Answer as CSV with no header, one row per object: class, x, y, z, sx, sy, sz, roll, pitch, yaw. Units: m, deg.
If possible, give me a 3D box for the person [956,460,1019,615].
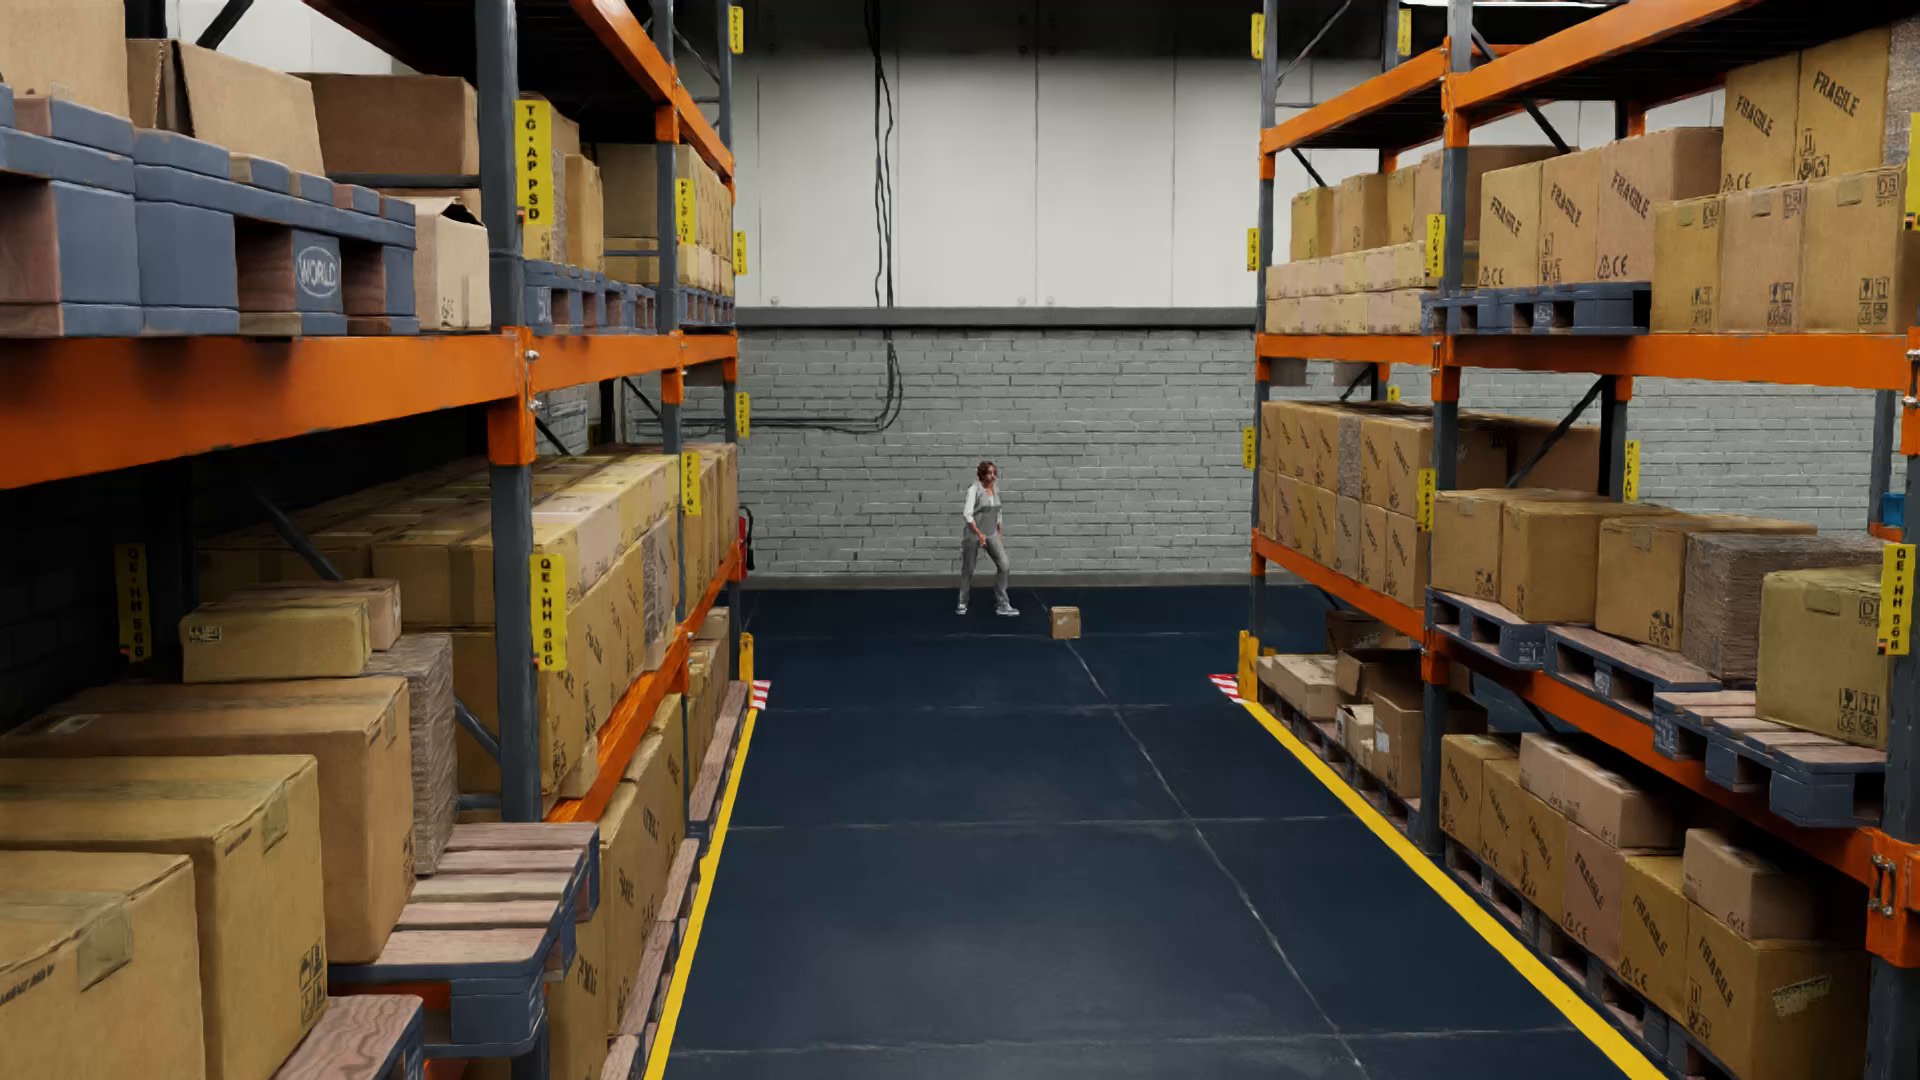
person,0.235,-0.027,16.560,0.522,1.556,0.657,-4,8,-30
